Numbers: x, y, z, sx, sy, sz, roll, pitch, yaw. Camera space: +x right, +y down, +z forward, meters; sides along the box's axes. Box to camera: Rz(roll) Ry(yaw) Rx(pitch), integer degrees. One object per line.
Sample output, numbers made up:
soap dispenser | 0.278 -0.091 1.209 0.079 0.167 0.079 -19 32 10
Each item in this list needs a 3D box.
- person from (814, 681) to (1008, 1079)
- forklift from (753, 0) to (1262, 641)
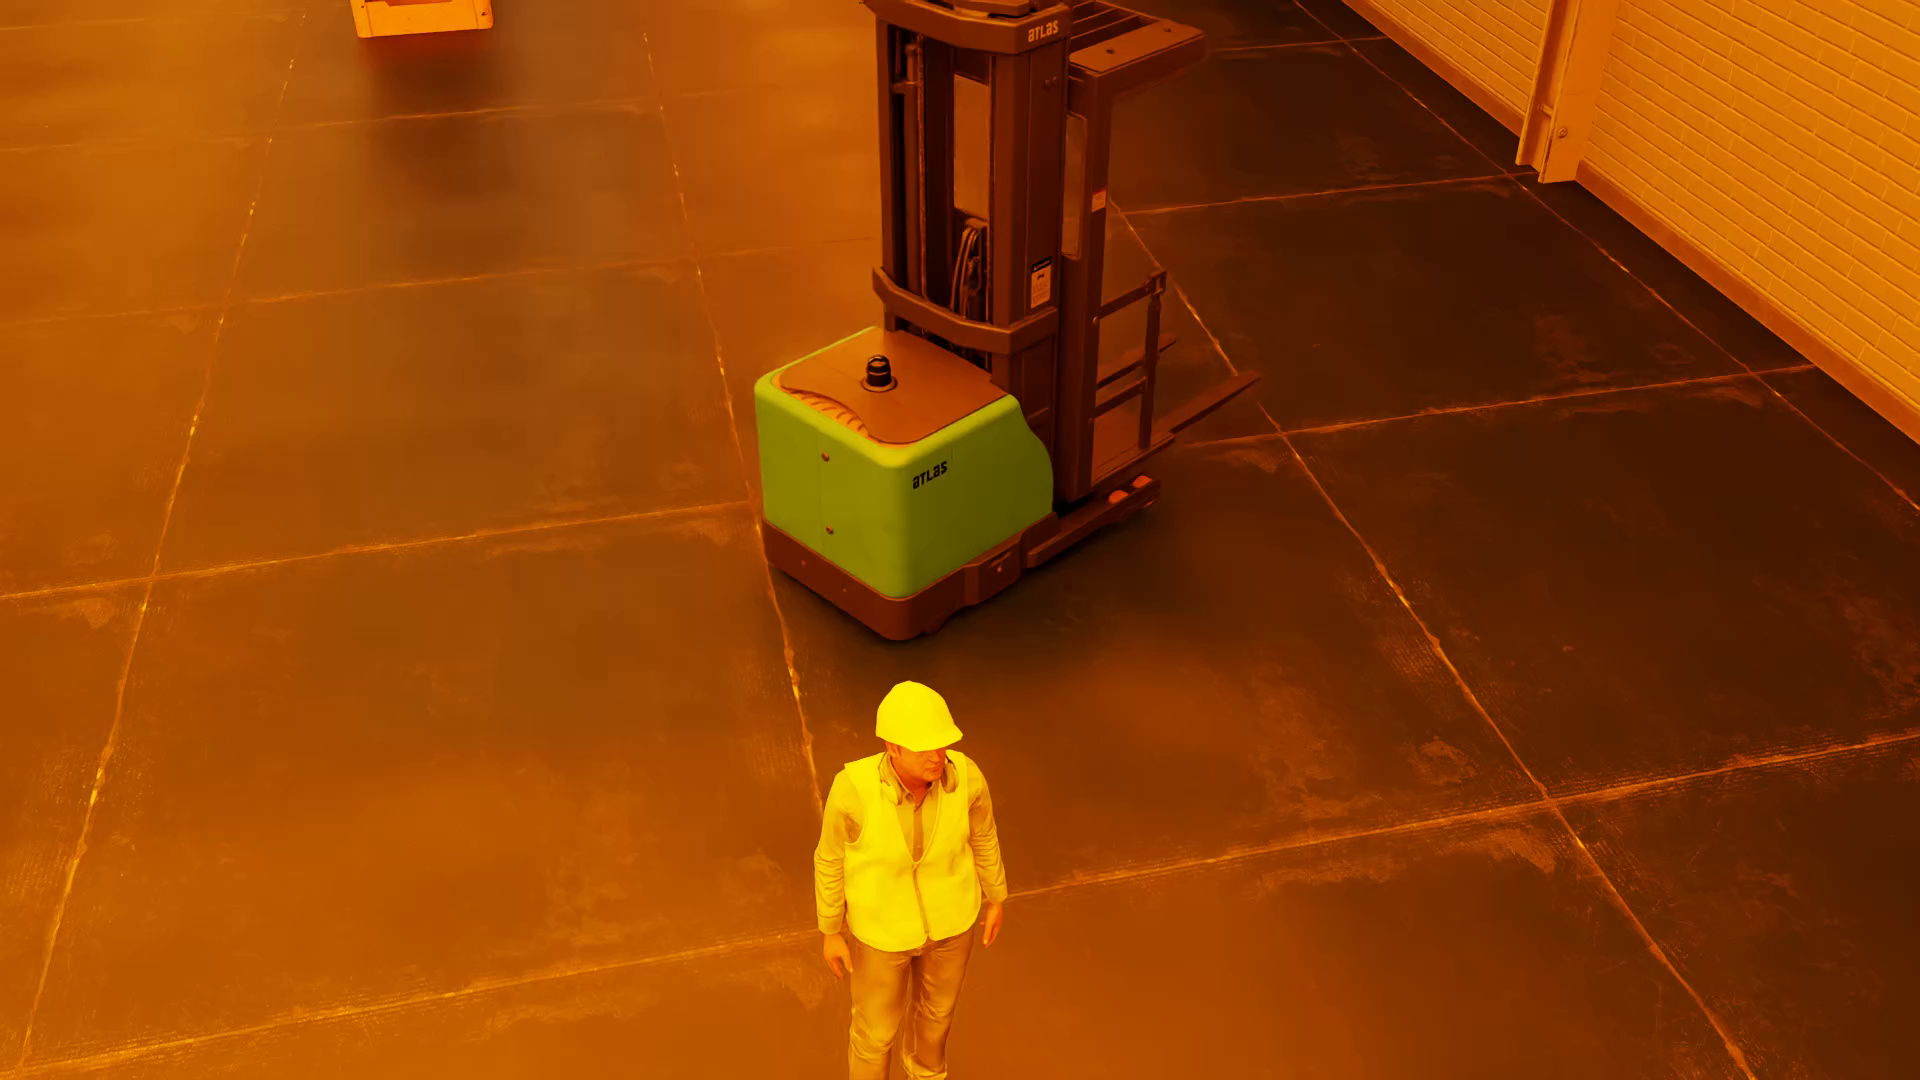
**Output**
person | -0.134 1.245 5.298 0.633 1.774 0.568 -12 37 -16
forklift | 0.417 -1.475 8.099 3.031 2.935 1.130 -30 45 -35
